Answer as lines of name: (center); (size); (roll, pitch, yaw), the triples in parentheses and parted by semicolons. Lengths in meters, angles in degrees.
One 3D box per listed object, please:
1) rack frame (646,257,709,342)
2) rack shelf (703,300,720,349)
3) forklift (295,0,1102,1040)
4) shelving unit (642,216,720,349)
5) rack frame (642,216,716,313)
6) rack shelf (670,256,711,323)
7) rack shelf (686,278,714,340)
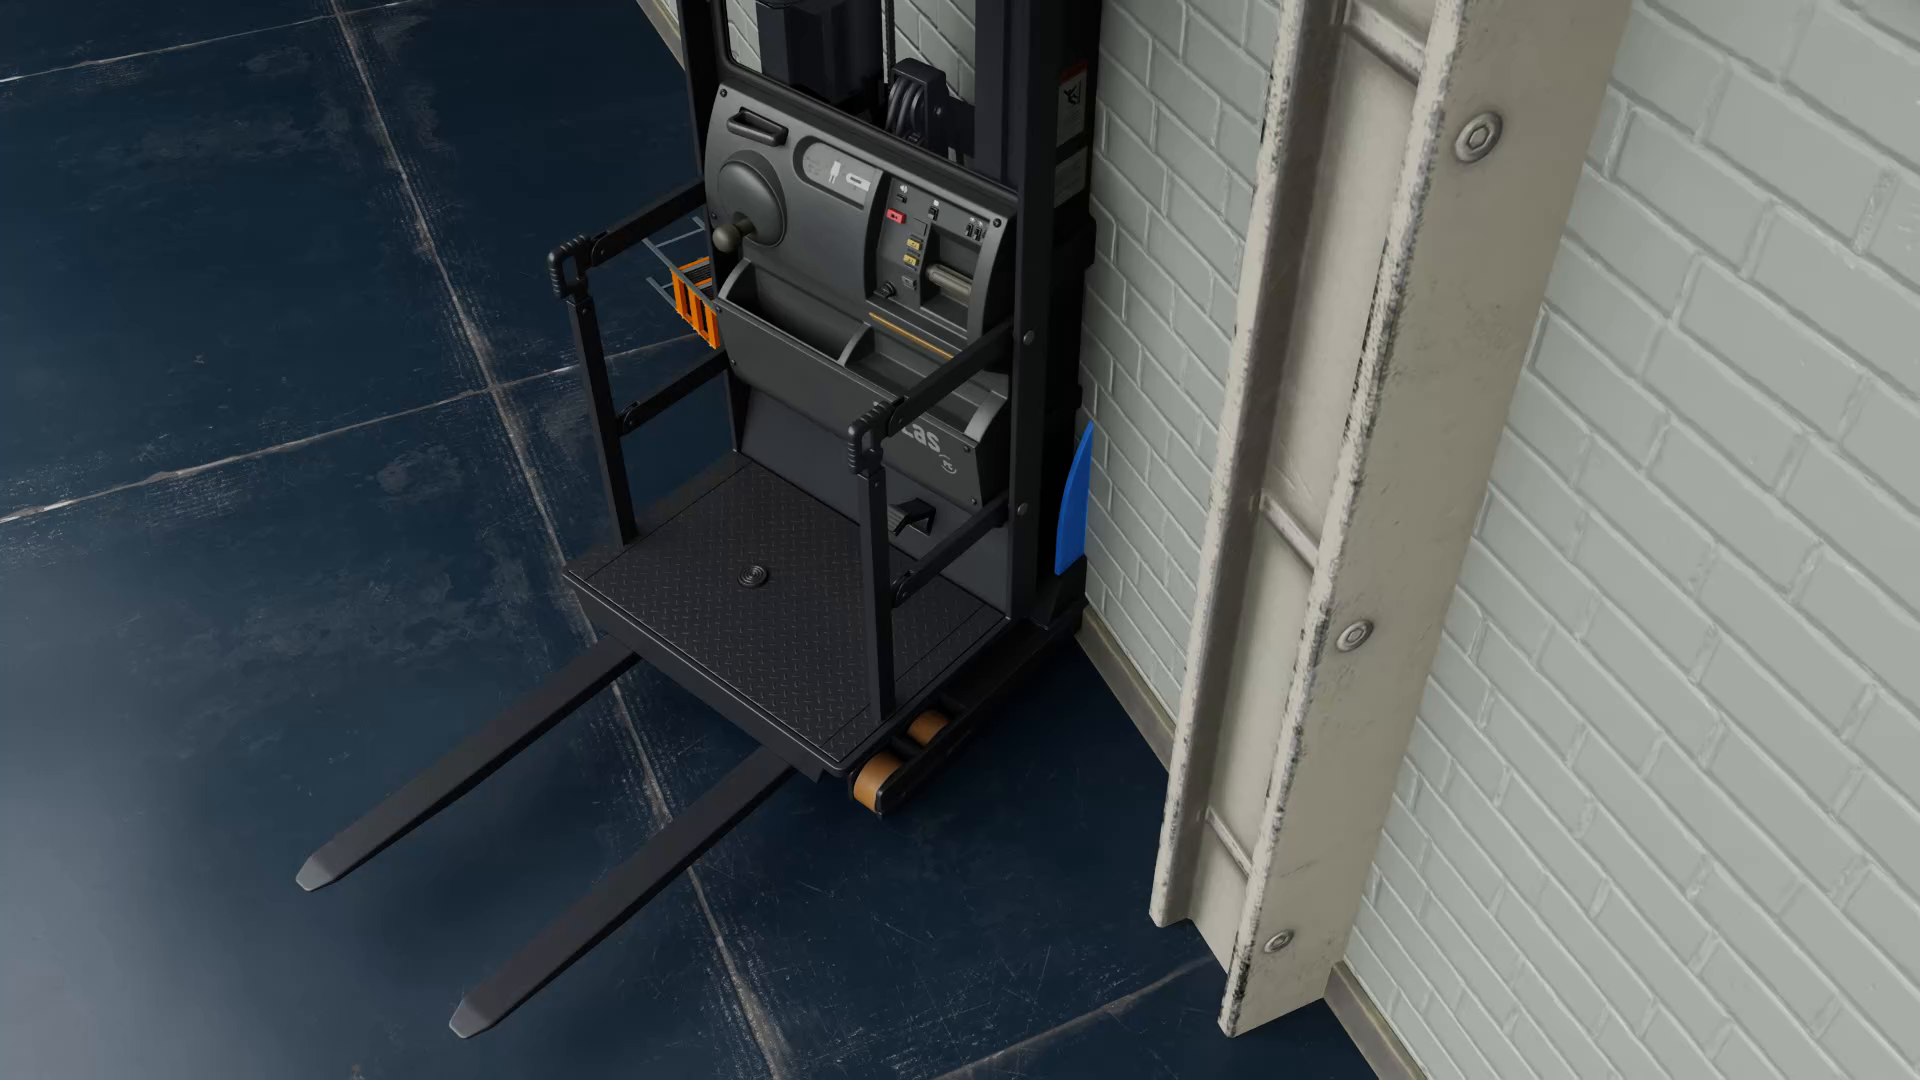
rack frame: (-0.729, -0.684, 5.936); (0.240, 0.006, 1.200); (-27, 51, -24)
rack shelf: (-0.773, -0.793, 5.915); (0.258, 0.180, 0.103); (-27, 51, -24)
forklift: (-0.404, -0.710, 3.883); (1.130, 2.935, 3.031); (31, 52, 27)
shelving unit: (-0.729, -0.749, 5.872); (0.258, 0.189, 1.200); (-27, 51, -24)
rack frame: (-0.729, -0.815, 5.807); (0.240, 0.006, 1.200); (-27, 51, -24)
rack shelf: (-0.913, -0.930, 6.054); (0.258, 0.180, 0.103); (-27, 51, -24)
rack shelf: (-0.843, -0.861, 5.985); (0.258, 0.180, 0.103); (-27, 51, -24)
